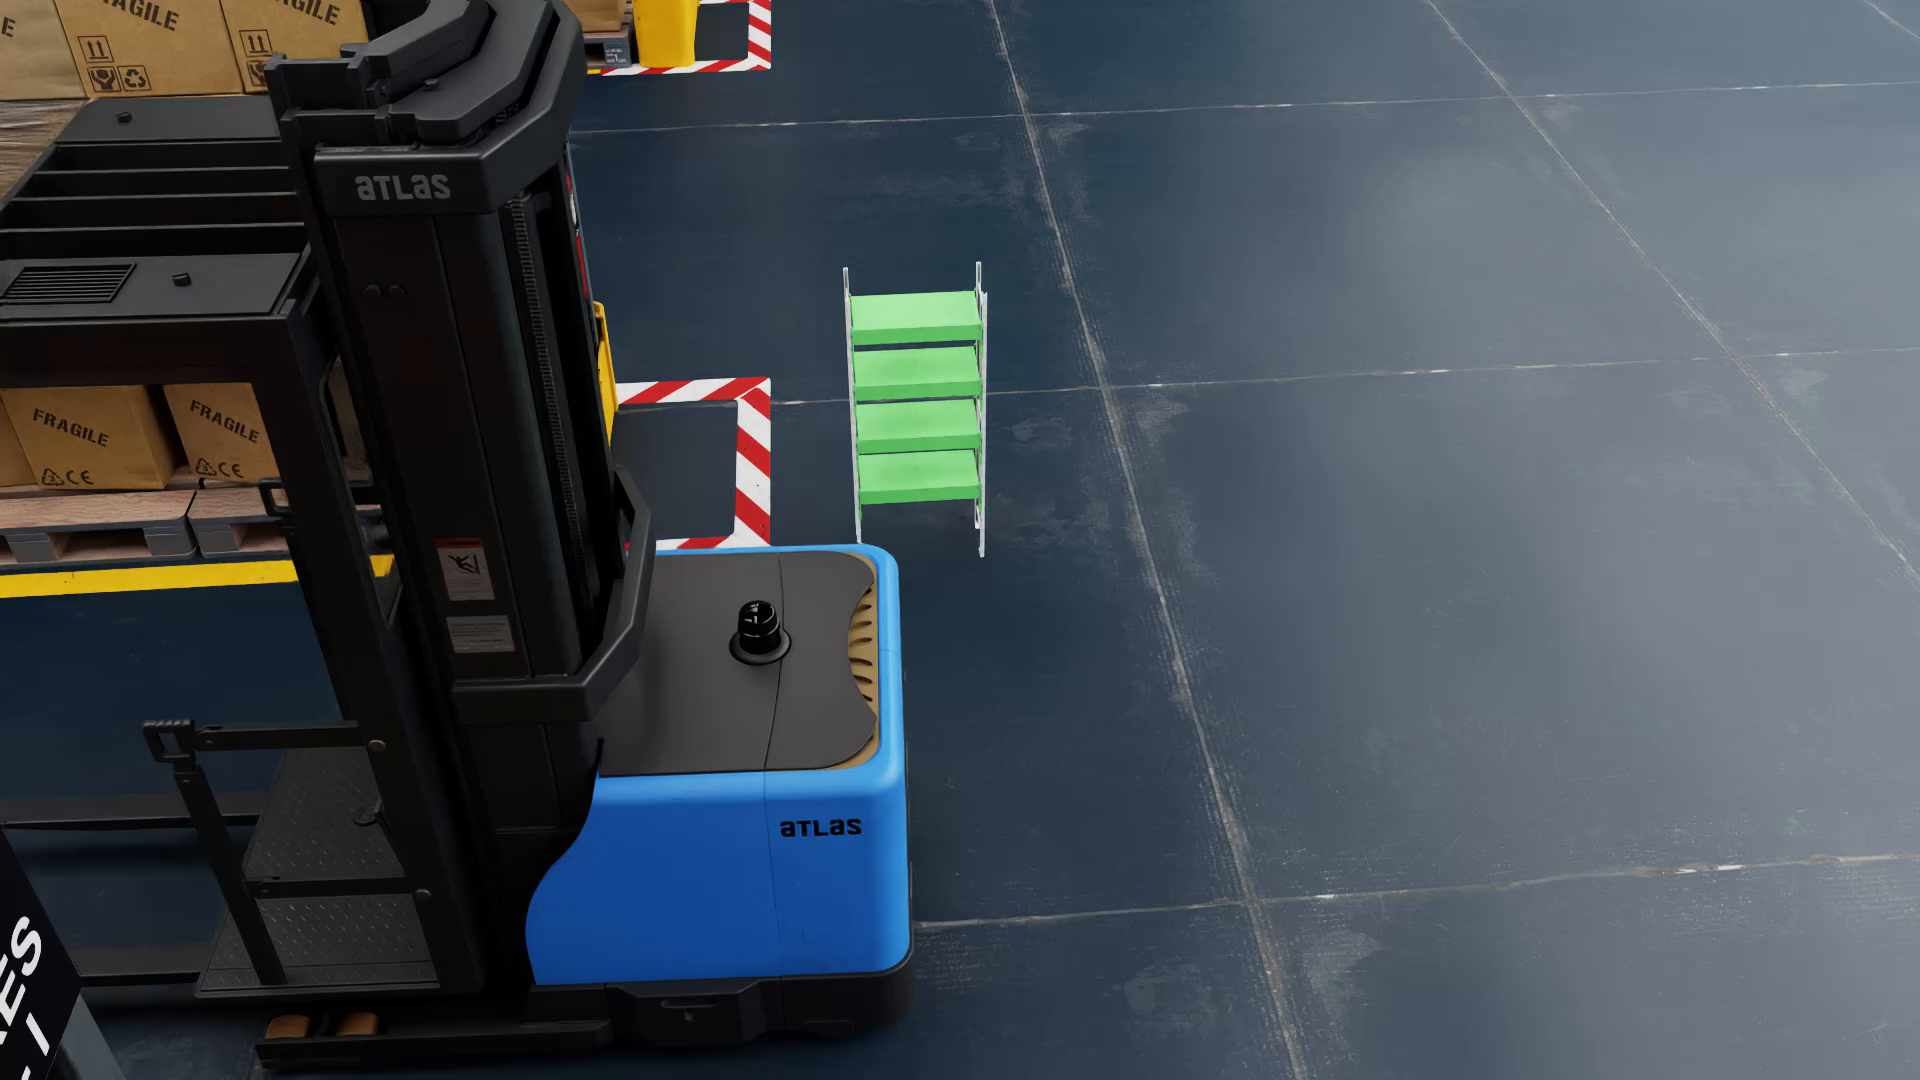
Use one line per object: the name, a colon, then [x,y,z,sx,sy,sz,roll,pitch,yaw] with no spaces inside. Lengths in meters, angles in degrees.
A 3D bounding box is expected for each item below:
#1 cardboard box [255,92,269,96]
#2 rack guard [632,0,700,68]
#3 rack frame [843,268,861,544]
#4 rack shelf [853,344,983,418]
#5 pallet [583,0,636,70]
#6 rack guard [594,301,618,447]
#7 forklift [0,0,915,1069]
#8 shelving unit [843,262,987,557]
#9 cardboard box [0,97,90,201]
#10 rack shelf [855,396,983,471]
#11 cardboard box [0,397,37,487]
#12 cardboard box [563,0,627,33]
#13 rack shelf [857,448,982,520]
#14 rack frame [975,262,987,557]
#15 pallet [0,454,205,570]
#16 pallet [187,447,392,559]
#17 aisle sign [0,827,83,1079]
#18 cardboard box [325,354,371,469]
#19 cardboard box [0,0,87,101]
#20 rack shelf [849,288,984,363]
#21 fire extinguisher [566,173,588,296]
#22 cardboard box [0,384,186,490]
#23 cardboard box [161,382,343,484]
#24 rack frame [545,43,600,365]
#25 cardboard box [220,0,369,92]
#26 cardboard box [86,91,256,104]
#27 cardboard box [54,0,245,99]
cardboard box: [-2.148,-1.609,6.047,0.500,0.500,0.875,-3,38,-4]
rack guard: [-1.912,-3.553,10.849,0.348,0.500,1.175,-3,38,-4]
rack frame: [-0.408,-0.449,6.350,0.015,1.200,0.240,-3,38,-4]
rack shelf: [-0.165,-0.600,6.258,0.480,0.148,0.258,-3,38,-4]
pallet: [-2.726,-3.346,10.820,1.213,0.211,1.003,-3,38,-4]
rack guard: [-1.673,-0.481,6.956,0.348,0.500,1.175,-3,38,-4]
forklift: [-1.667,0.040,4.333,3.031,2.935,1.130,-2,38,-2]
shelving unit: [-0.165,-0.462,6.367,0.503,1.200,0.258,-3,38,-4]
cardboard box: [-3.137,-1.507,5.918,0.500,0.500,0.875,-3,38,-4]
rack shelf: [-0.165,-0.412,6.406,0.480,0.148,0.258,-3,38,-4]
cardboard box: [-3.999,-0.547,6.700,0.500,0.500,0.500,-6,39,-8]
cardboard box: [-2.606,-3.785,10.502,0.875,0.875,0.875,-3,38,-4]
rack shelf: [-0.165,-0.223,6.555,0.480,0.148,0.258,-3,38,-4]
rack frame: [0.078,-0.475,6.384,0.015,1.200,0.240,-3,38,-4]
pallet: [-3.698,-0.280,6.935,1.213,0.211,1.003,-3,38,-4]
pallet: [-2.486,-0.345,7.017,1.213,0.211,1.003,-3,38,-4]
aisle sign: [-1.113,0.384,1.743,0.004,0.787,0.394,-3,38,-4]
cardboard box: [-2.221,-0.626,6.801,0.500,0.500,0.500,4,38,4]
cardboard box: [-3.119,-1.776,5.451,0.500,0.500,0.500,-3,38,-4]
rack shelf: [-0.165,-0.789,6.109,0.480,0.148,0.258,-3,38,-4]
fire extinguisher: [-1.443,-1.158,5.859,0.183,0.674,0.296,-3,38,-4]
cardboard box: [-3.439,-0.550,6.704,0.500,0.500,0.500,0,38,0]
cardboard box: [-2.814,-0.572,6.733,0.500,0.500,0.500,6,39,8]
rack frame: [-1.598,-1.467,6.187,0.127,3.000,1.000,-3,38,-4]
cardboard box: [-2.124,-1.833,5.523,0.500,0.500,0.500,-3,38,-4]
cardboard box: [-2.635,-1.508,5.919,0.500,0.500,0.875,-3,38,-4]
cardboard box: [-2.621,-1.802,5.484,0.500,0.500,0.500,-3,38,-4]
